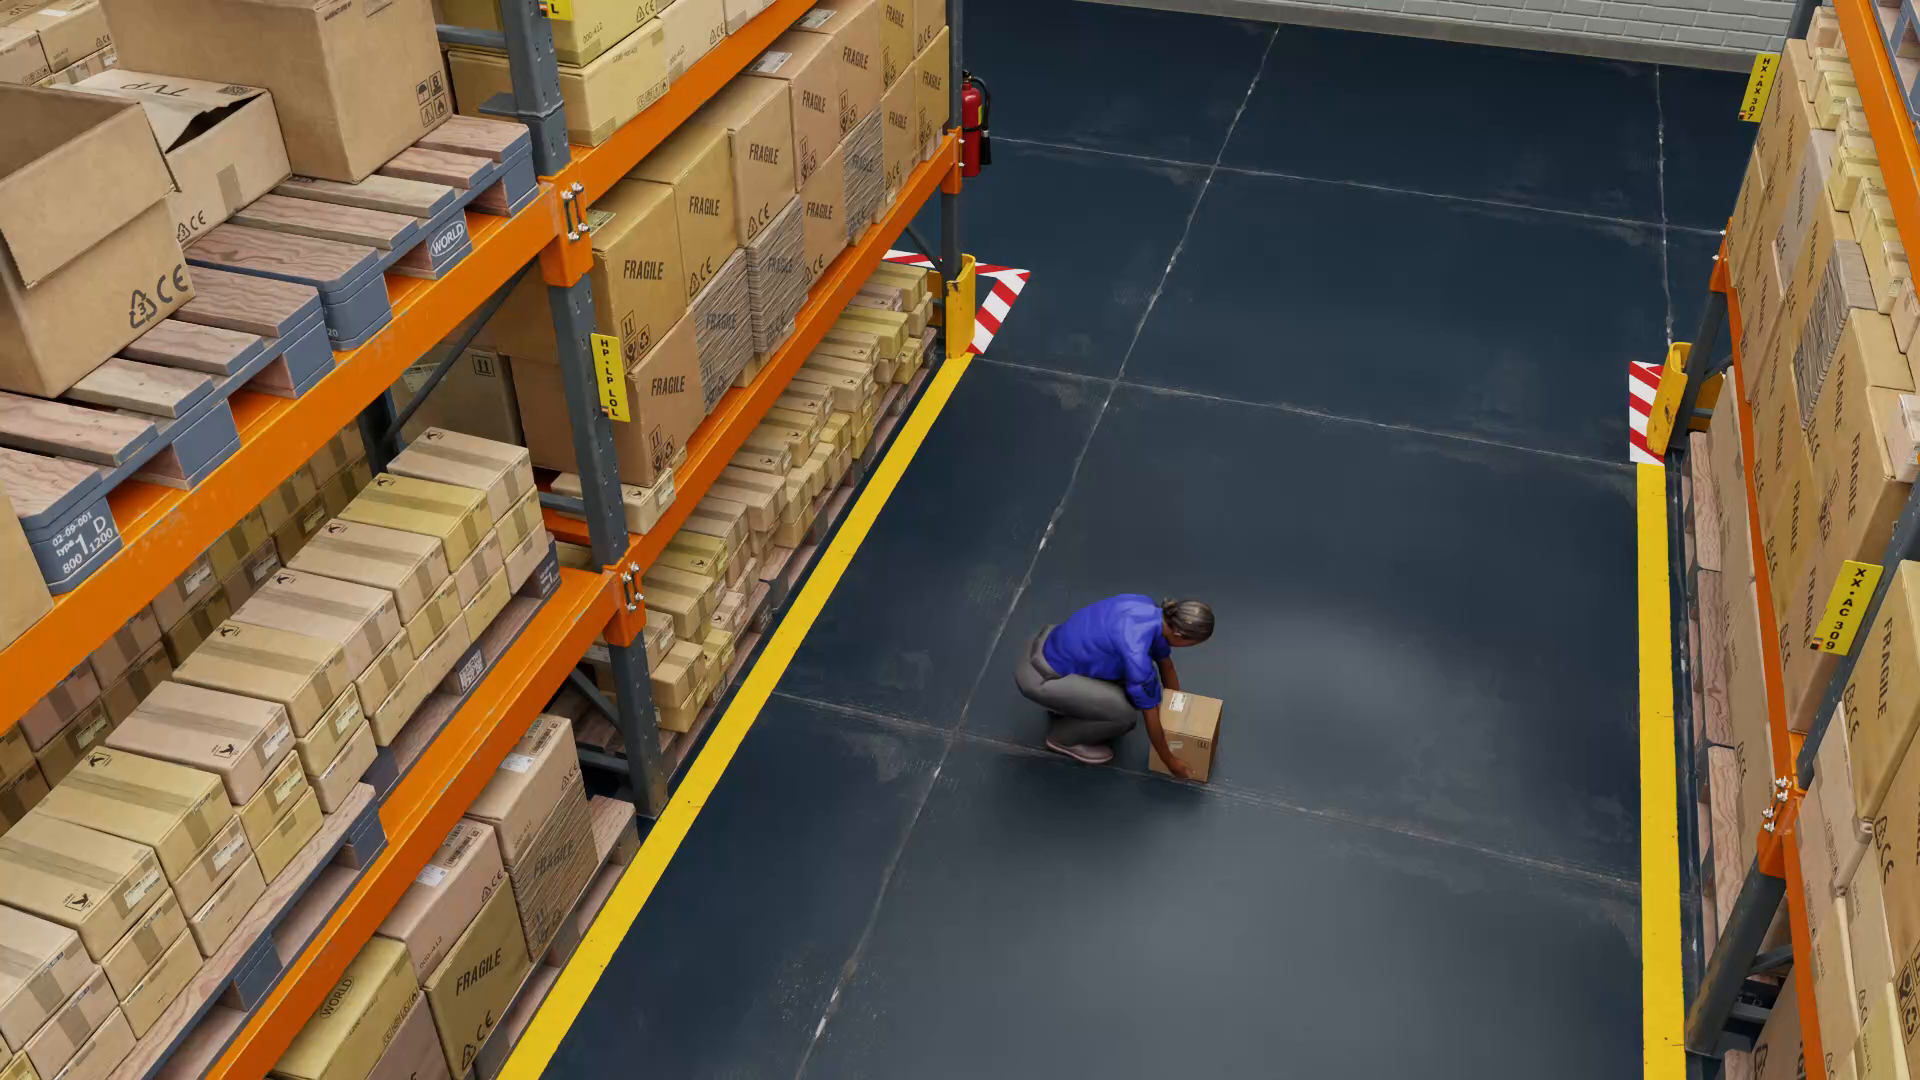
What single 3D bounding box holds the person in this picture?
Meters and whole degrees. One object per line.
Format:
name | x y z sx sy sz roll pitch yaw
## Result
person | 0.636 0.548 6.916 0.807 0.813 0.471 11 39 14
